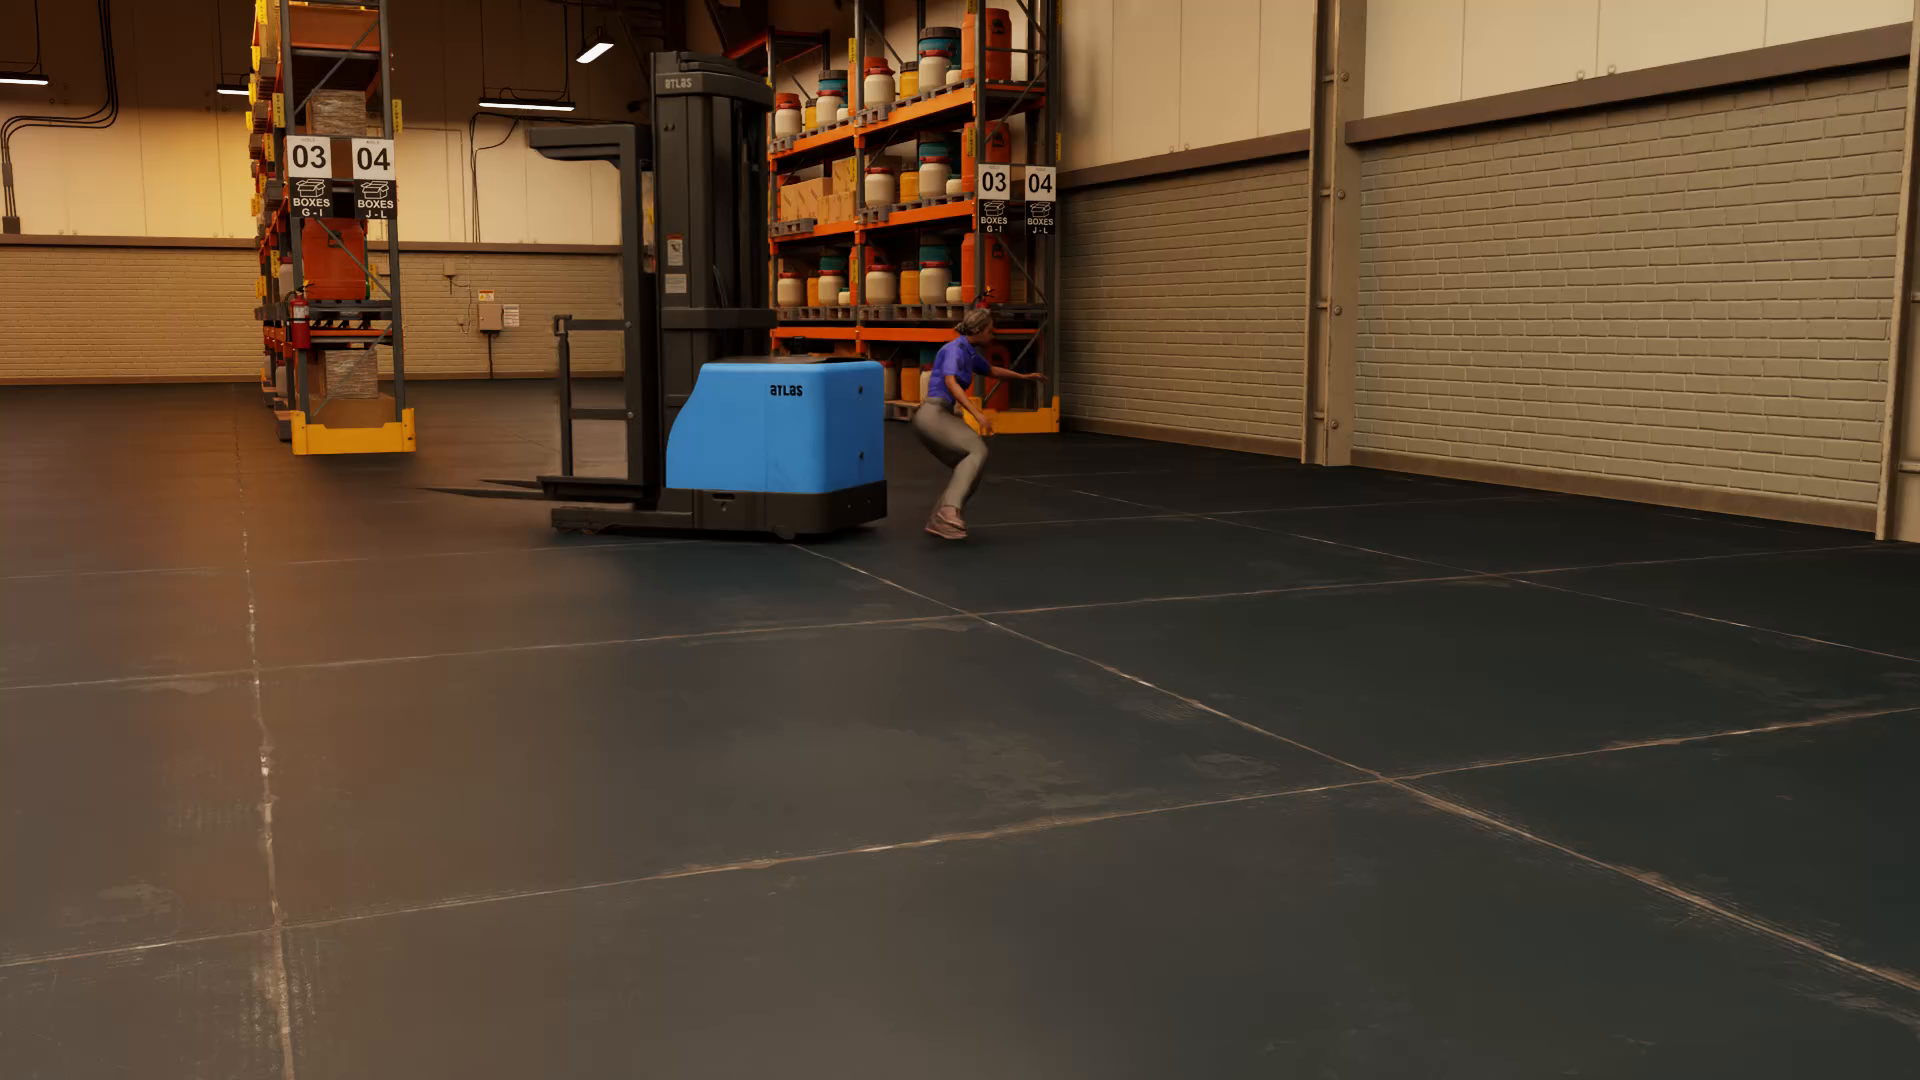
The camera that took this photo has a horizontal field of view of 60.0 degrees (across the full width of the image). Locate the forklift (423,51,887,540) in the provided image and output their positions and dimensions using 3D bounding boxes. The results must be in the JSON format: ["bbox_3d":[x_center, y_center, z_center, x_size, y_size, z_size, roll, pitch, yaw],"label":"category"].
[{"bbox_3d":[-2.043,-1.548,10.679,3.031,2.935,1.130,3,8,21],"label":"forklift"}]

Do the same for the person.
[{"bbox_3d":[0.126,-0.719,10.282,0.878,1.417,1.095,0,8,0],"label":"person"}]
